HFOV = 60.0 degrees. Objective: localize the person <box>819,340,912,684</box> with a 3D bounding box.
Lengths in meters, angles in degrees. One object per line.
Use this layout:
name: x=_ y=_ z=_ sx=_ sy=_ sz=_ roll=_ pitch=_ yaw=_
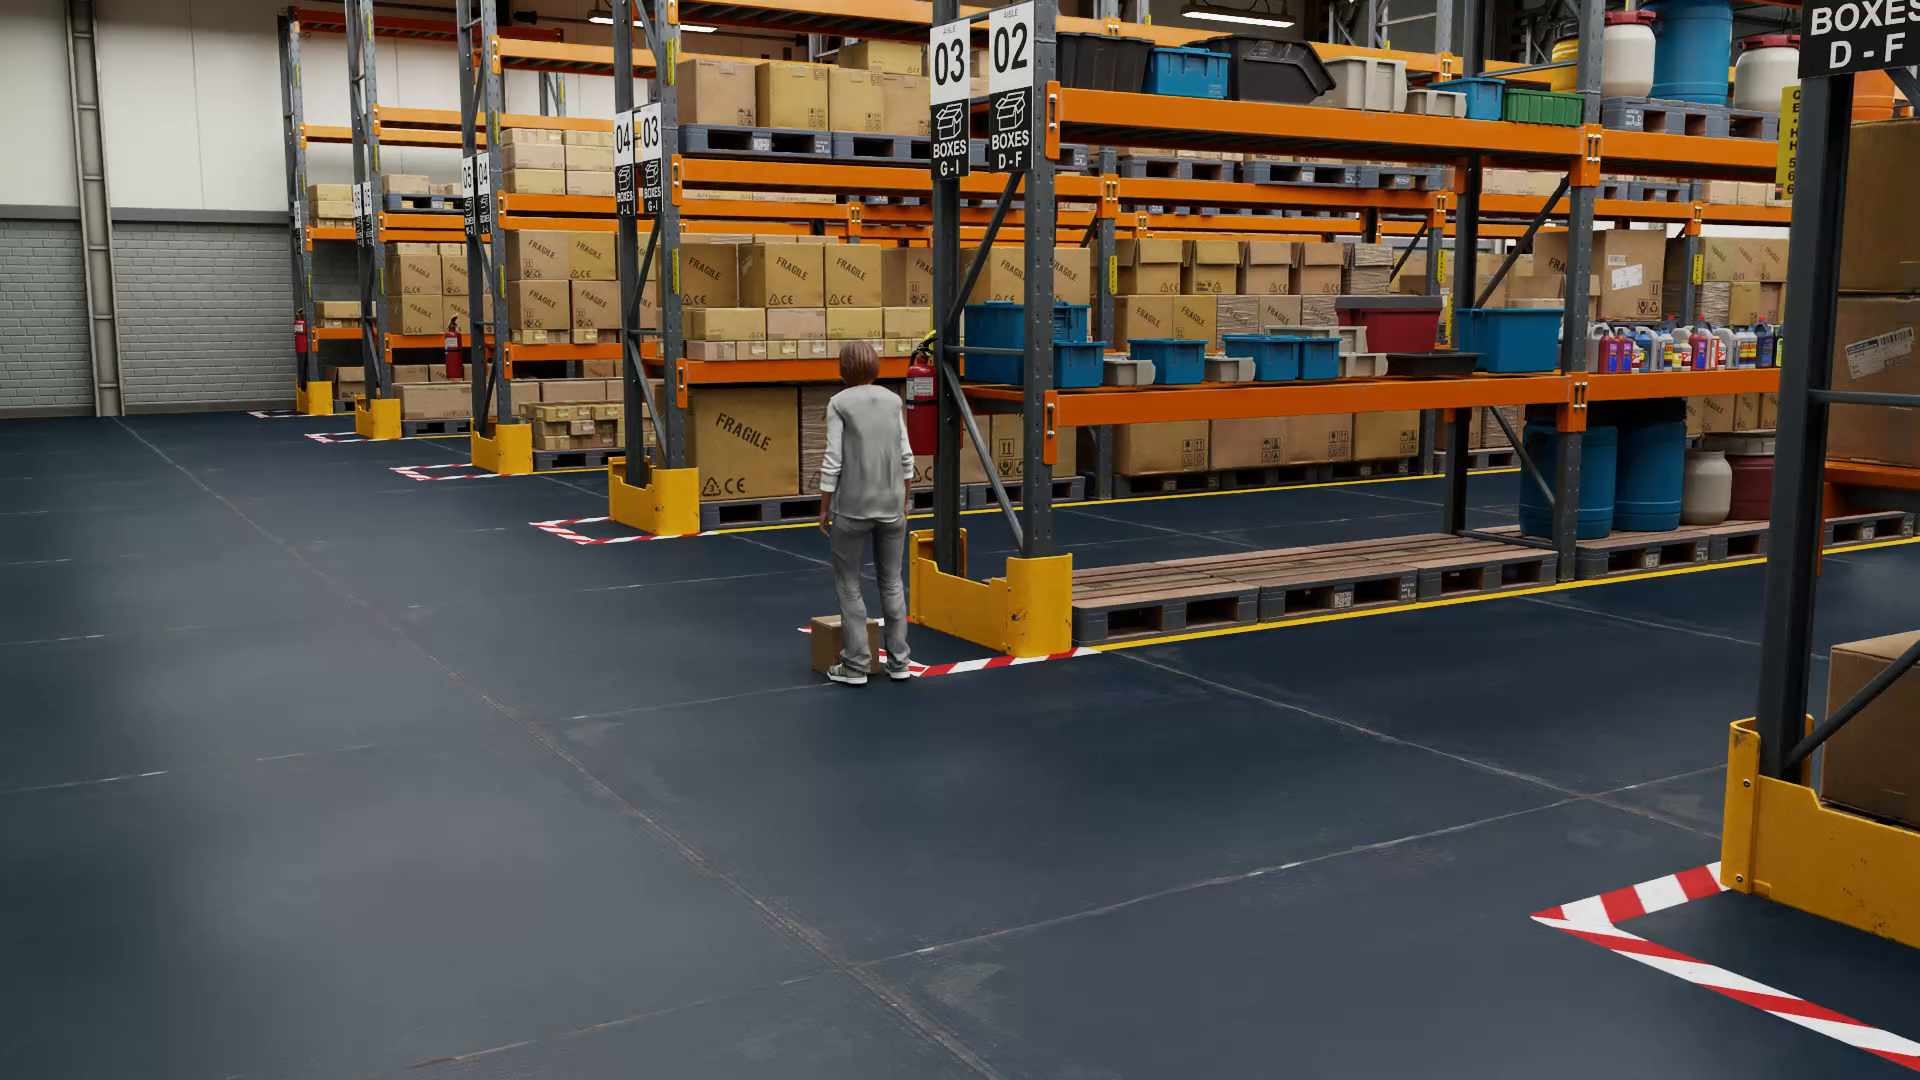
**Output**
person: x=-0.435 y=-0.127 z=7.734 sx=0.453 sy=1.593 sz=0.314 roll=-4 pitch=9 yaw=-26
